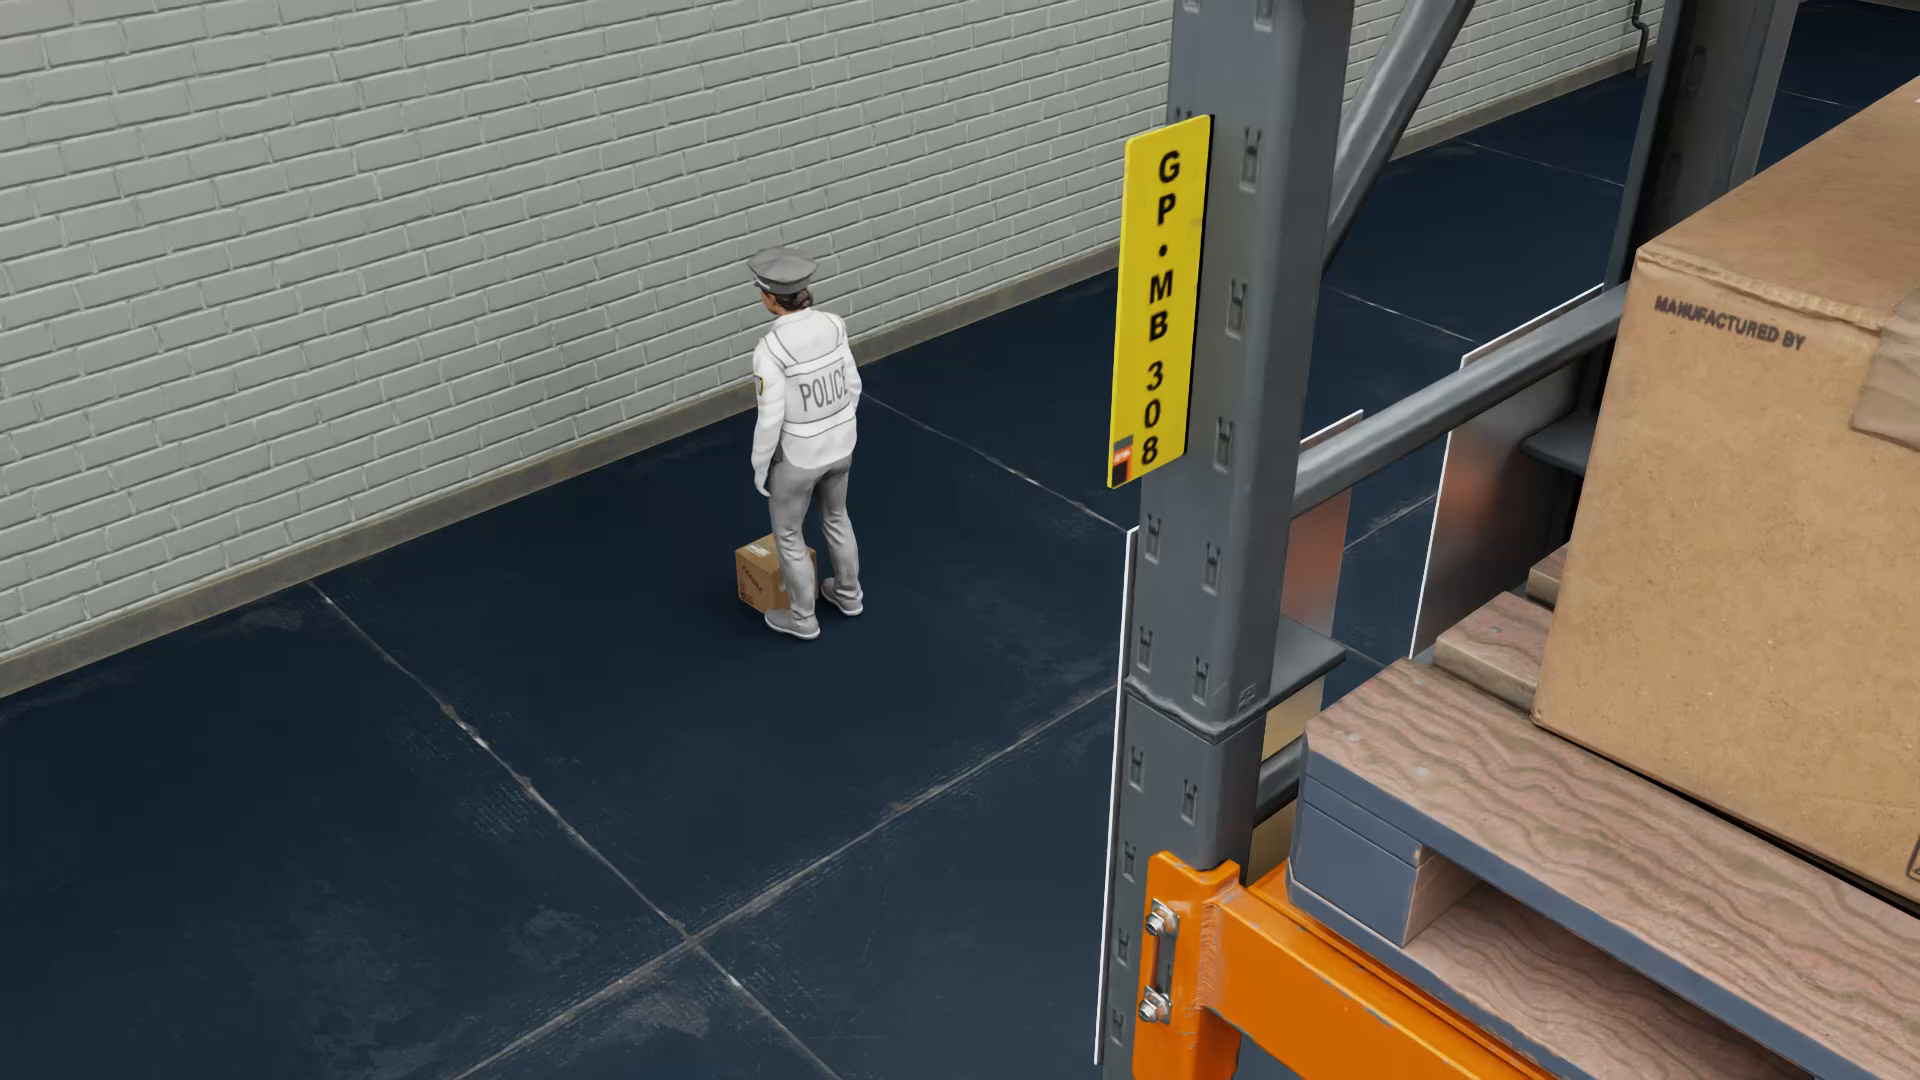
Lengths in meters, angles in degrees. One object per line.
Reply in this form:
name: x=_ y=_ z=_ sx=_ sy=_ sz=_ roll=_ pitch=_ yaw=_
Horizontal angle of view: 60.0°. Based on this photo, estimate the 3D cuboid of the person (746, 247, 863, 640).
person: x=-0.622 y=-0.355 z=6.704 sx=0.522 sy=1.660 sz=0.371 roll=-28 pitch=41 yaw=-37
